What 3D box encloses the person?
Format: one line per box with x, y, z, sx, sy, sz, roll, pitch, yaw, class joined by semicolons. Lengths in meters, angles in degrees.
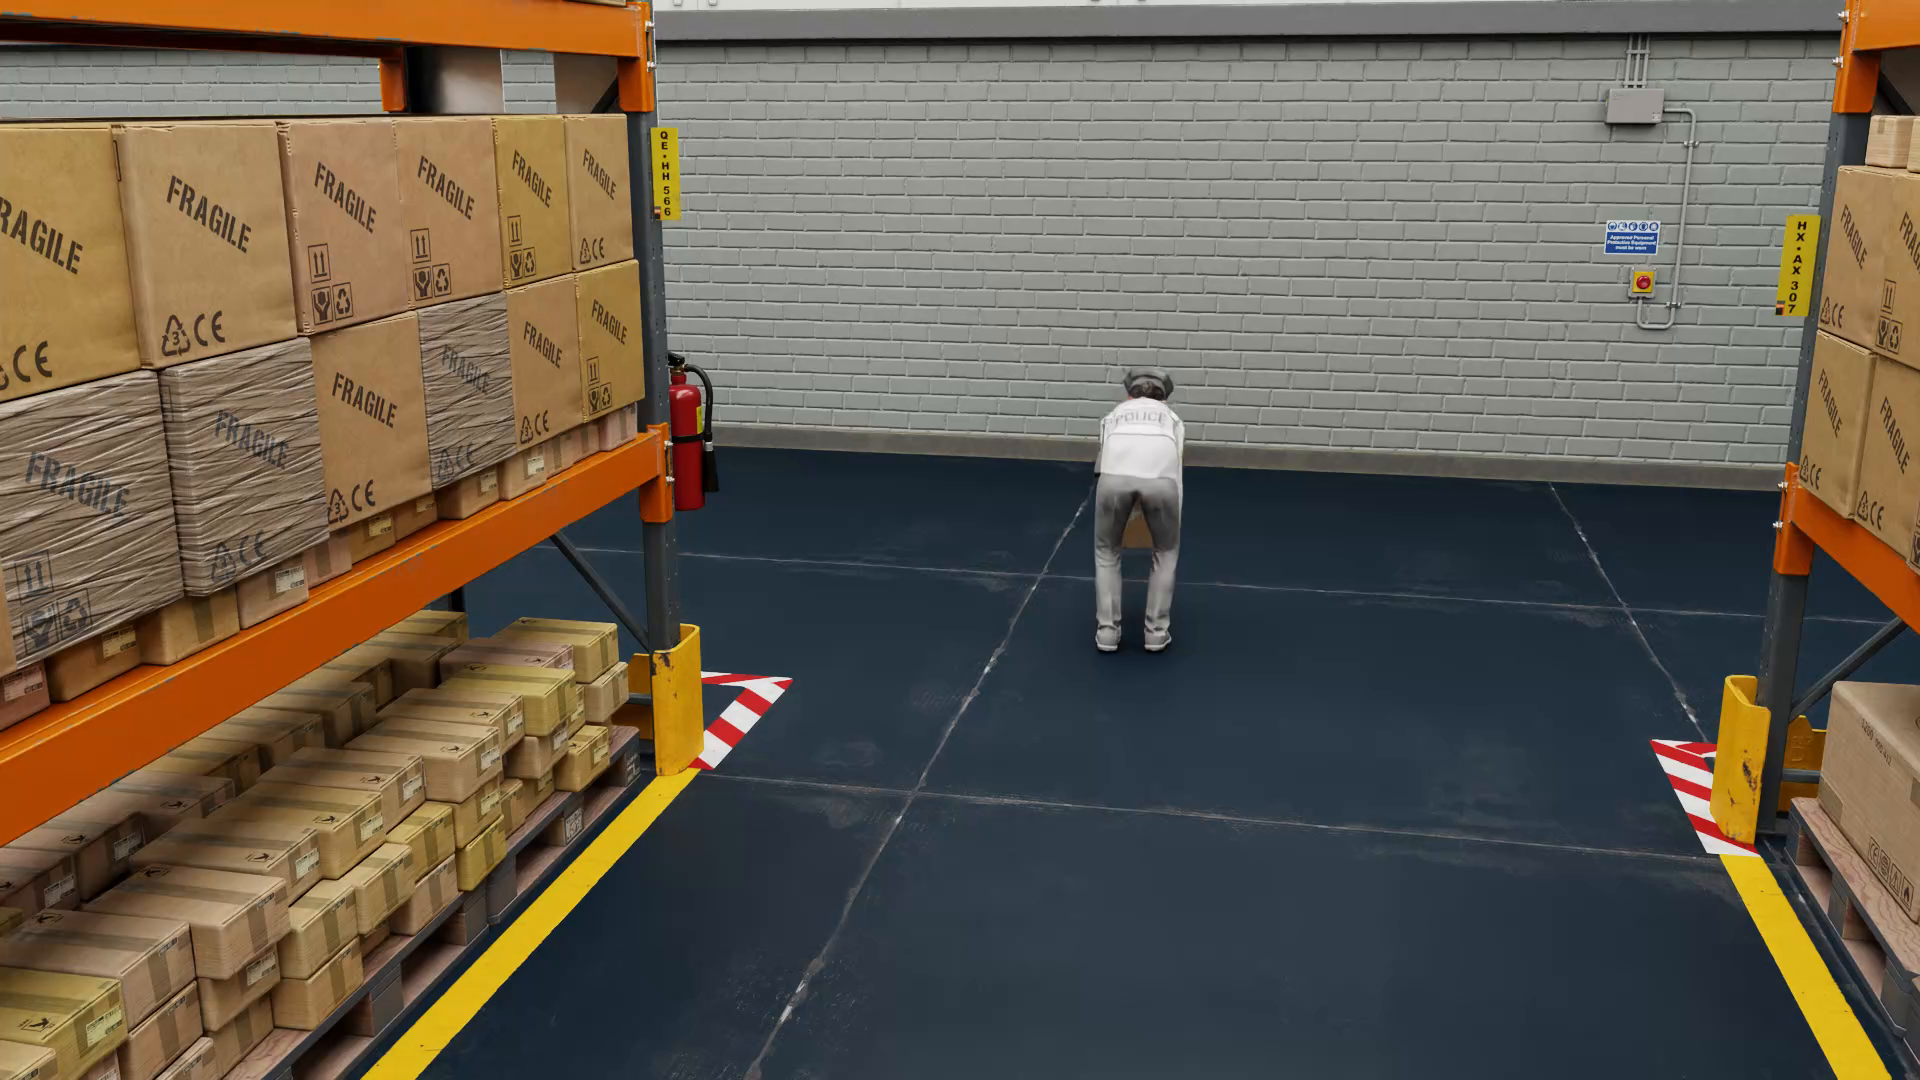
0.856;-0.144;7.906;0.399;1.238;0.906;3;15;10;person
